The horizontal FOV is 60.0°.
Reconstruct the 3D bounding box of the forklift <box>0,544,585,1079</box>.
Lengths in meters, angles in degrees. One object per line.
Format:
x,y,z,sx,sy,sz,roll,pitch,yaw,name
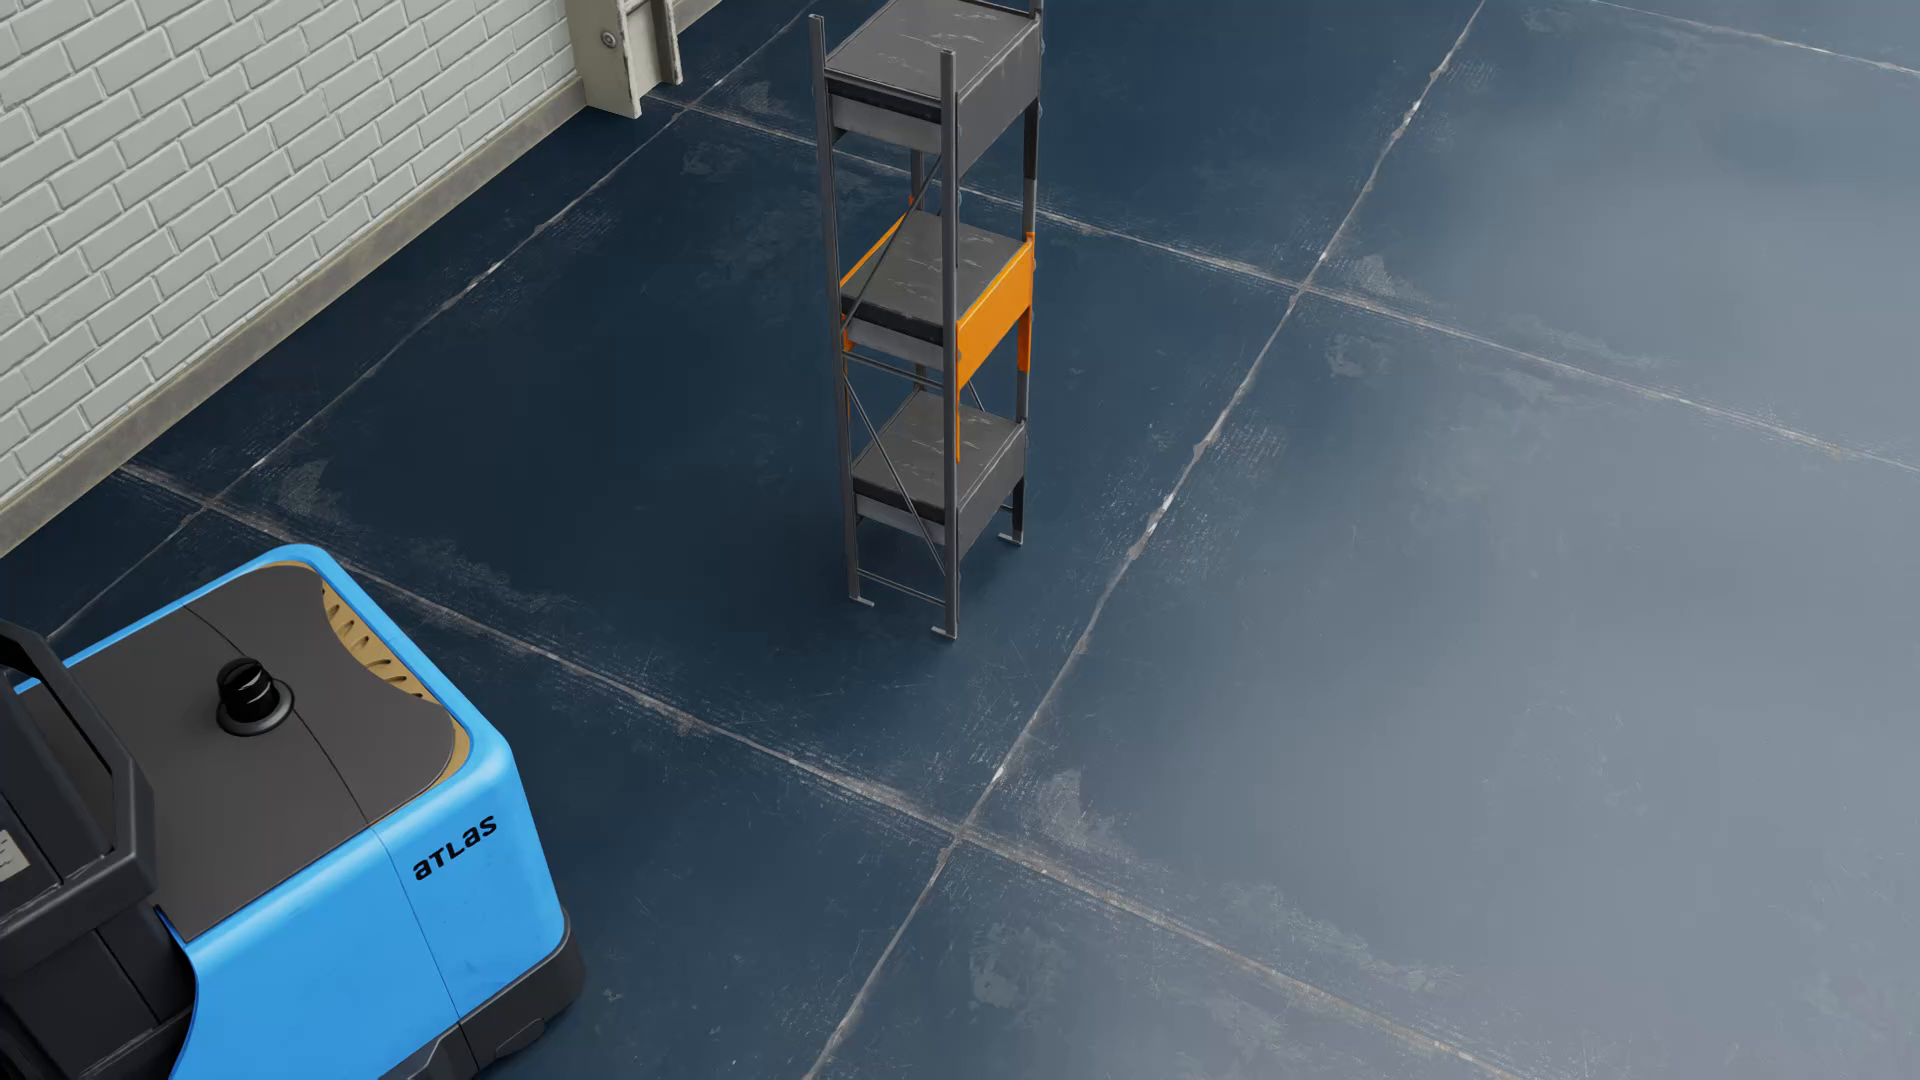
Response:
-2.425,0.679,3.018,3.031,2.935,1.130,-34,54,-29,forklift

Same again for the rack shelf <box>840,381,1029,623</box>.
-0.077,-0.132,5.408,0.431,0.518,0.480,20,49,19,rack shelf

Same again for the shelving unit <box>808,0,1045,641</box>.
-0.077,-0.634,4.900,0.431,2.100,0.503,20,49,19,shelving unit

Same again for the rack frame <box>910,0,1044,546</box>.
0.036,-0.788,5.052,0.400,2.100,0.015,20,49,19,rack frame

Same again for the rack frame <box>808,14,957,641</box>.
-0.190,-0.480,4.748,0.400,2.100,0.015,20,49,19,rack frame

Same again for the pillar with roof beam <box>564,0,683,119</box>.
2.271,-3.858,3.236,9.100,9.000,0.400,20,49,19,pillar with roof beam

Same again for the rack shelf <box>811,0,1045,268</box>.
-0.077,-1.116,4.412,0.431,0.518,0.480,20,49,19,rack shelf

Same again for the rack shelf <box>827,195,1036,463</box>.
-0.077,-0.624,4.910,0.431,0.518,0.480,20,49,19,rack shelf
